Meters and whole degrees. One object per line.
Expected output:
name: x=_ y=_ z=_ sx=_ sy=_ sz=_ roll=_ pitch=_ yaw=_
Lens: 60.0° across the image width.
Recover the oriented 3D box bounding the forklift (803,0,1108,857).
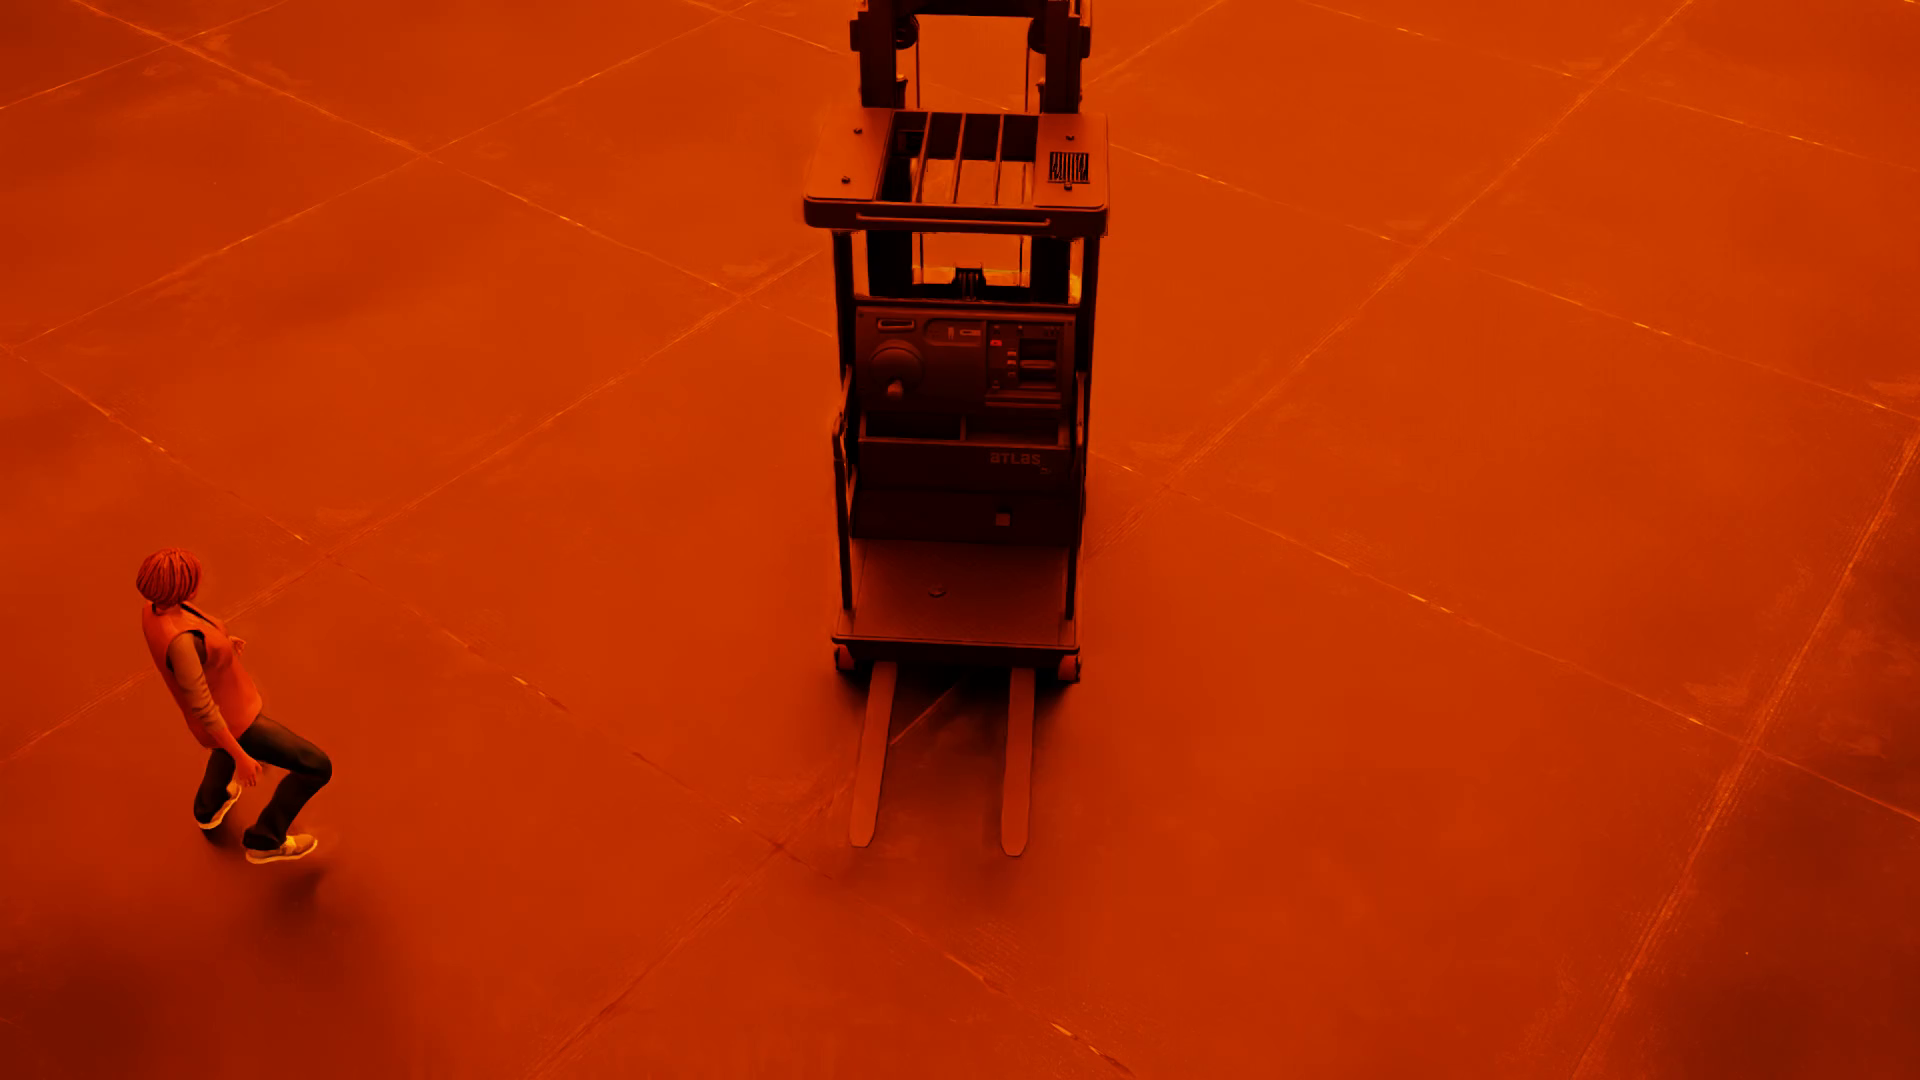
forklift: x=0.008 y=-0.698 z=6.893 sx=1.130 sy=2.935 sz=3.031 roll=3 pitch=41 yaw=3

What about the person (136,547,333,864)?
person: x=-2.845 y=0.638 z=6.450 sx=0.539 sy=1.499 sz=0.789 roll=-22 pitch=45 yaw=-24
